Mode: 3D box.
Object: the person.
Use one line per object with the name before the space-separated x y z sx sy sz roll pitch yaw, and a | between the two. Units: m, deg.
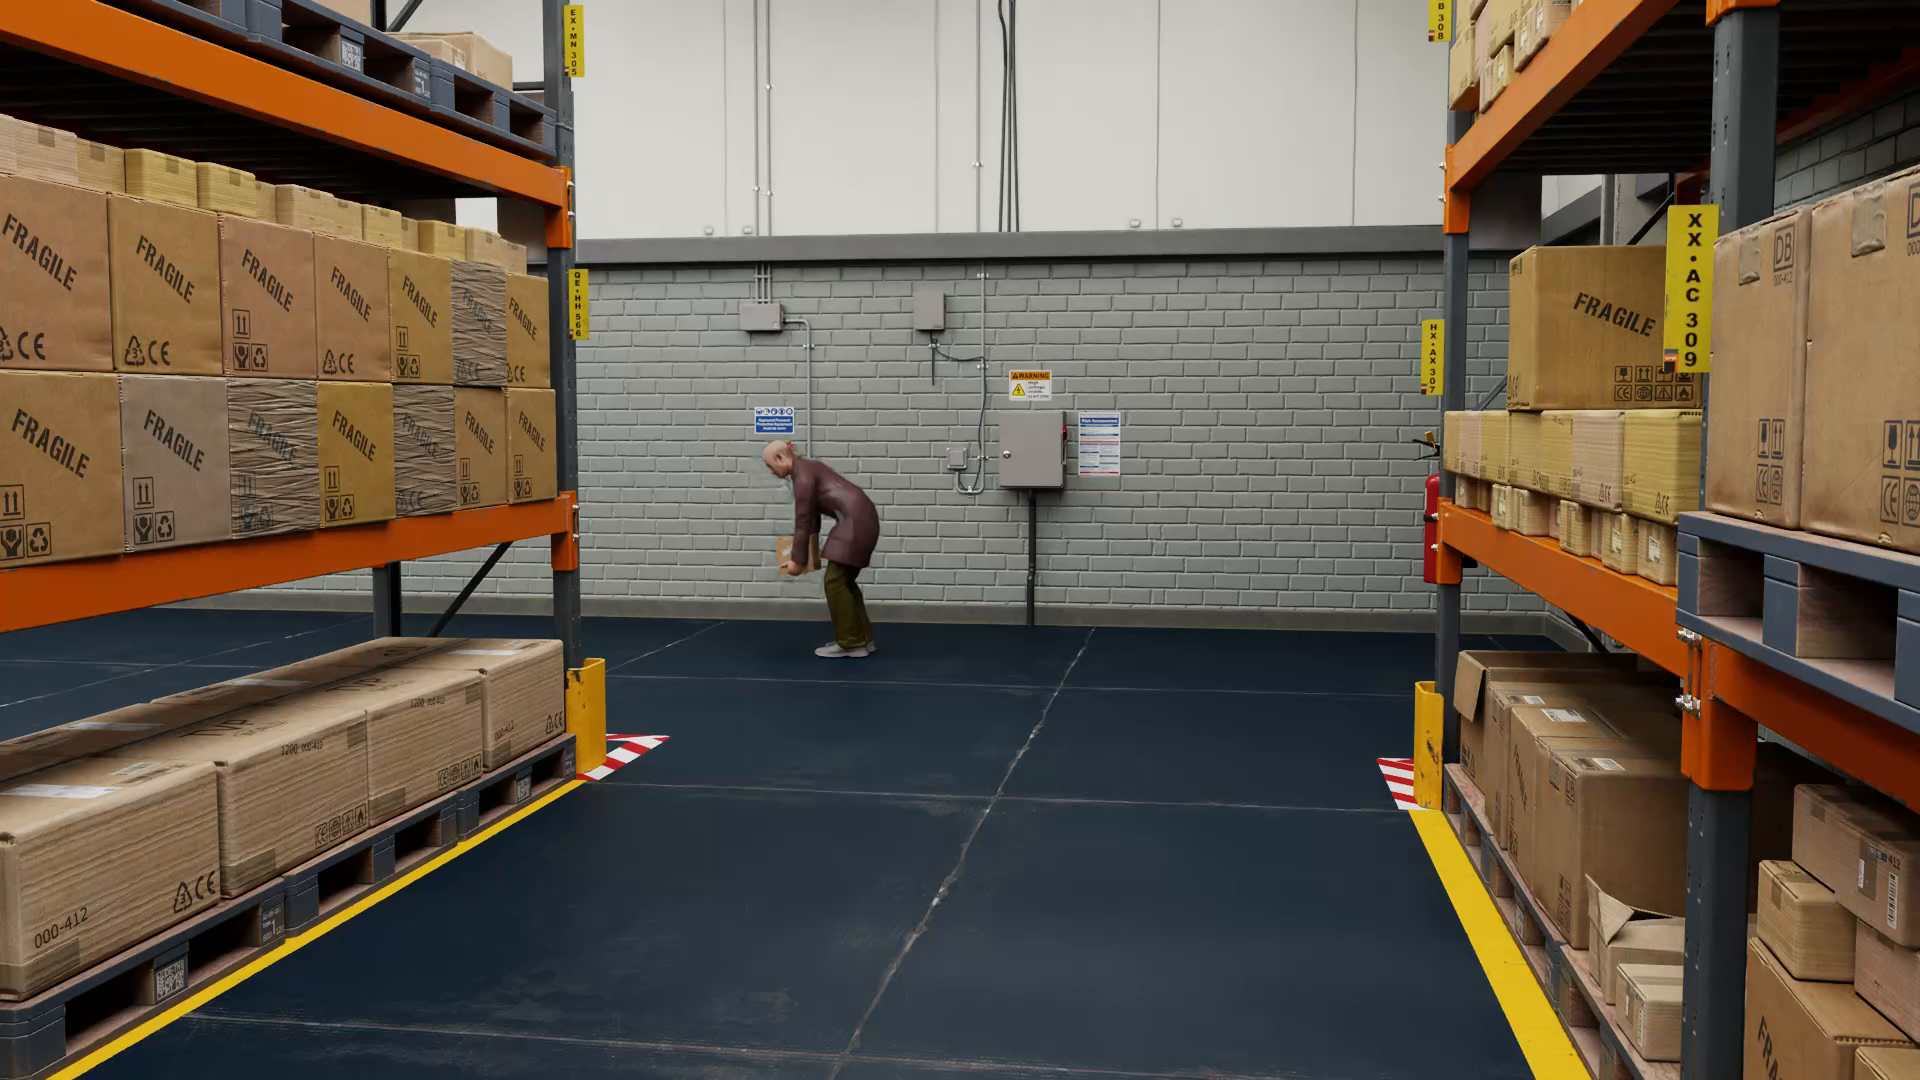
person | -0.970 0.057 11.646 0.815 1.507 0.549 1 4 7
